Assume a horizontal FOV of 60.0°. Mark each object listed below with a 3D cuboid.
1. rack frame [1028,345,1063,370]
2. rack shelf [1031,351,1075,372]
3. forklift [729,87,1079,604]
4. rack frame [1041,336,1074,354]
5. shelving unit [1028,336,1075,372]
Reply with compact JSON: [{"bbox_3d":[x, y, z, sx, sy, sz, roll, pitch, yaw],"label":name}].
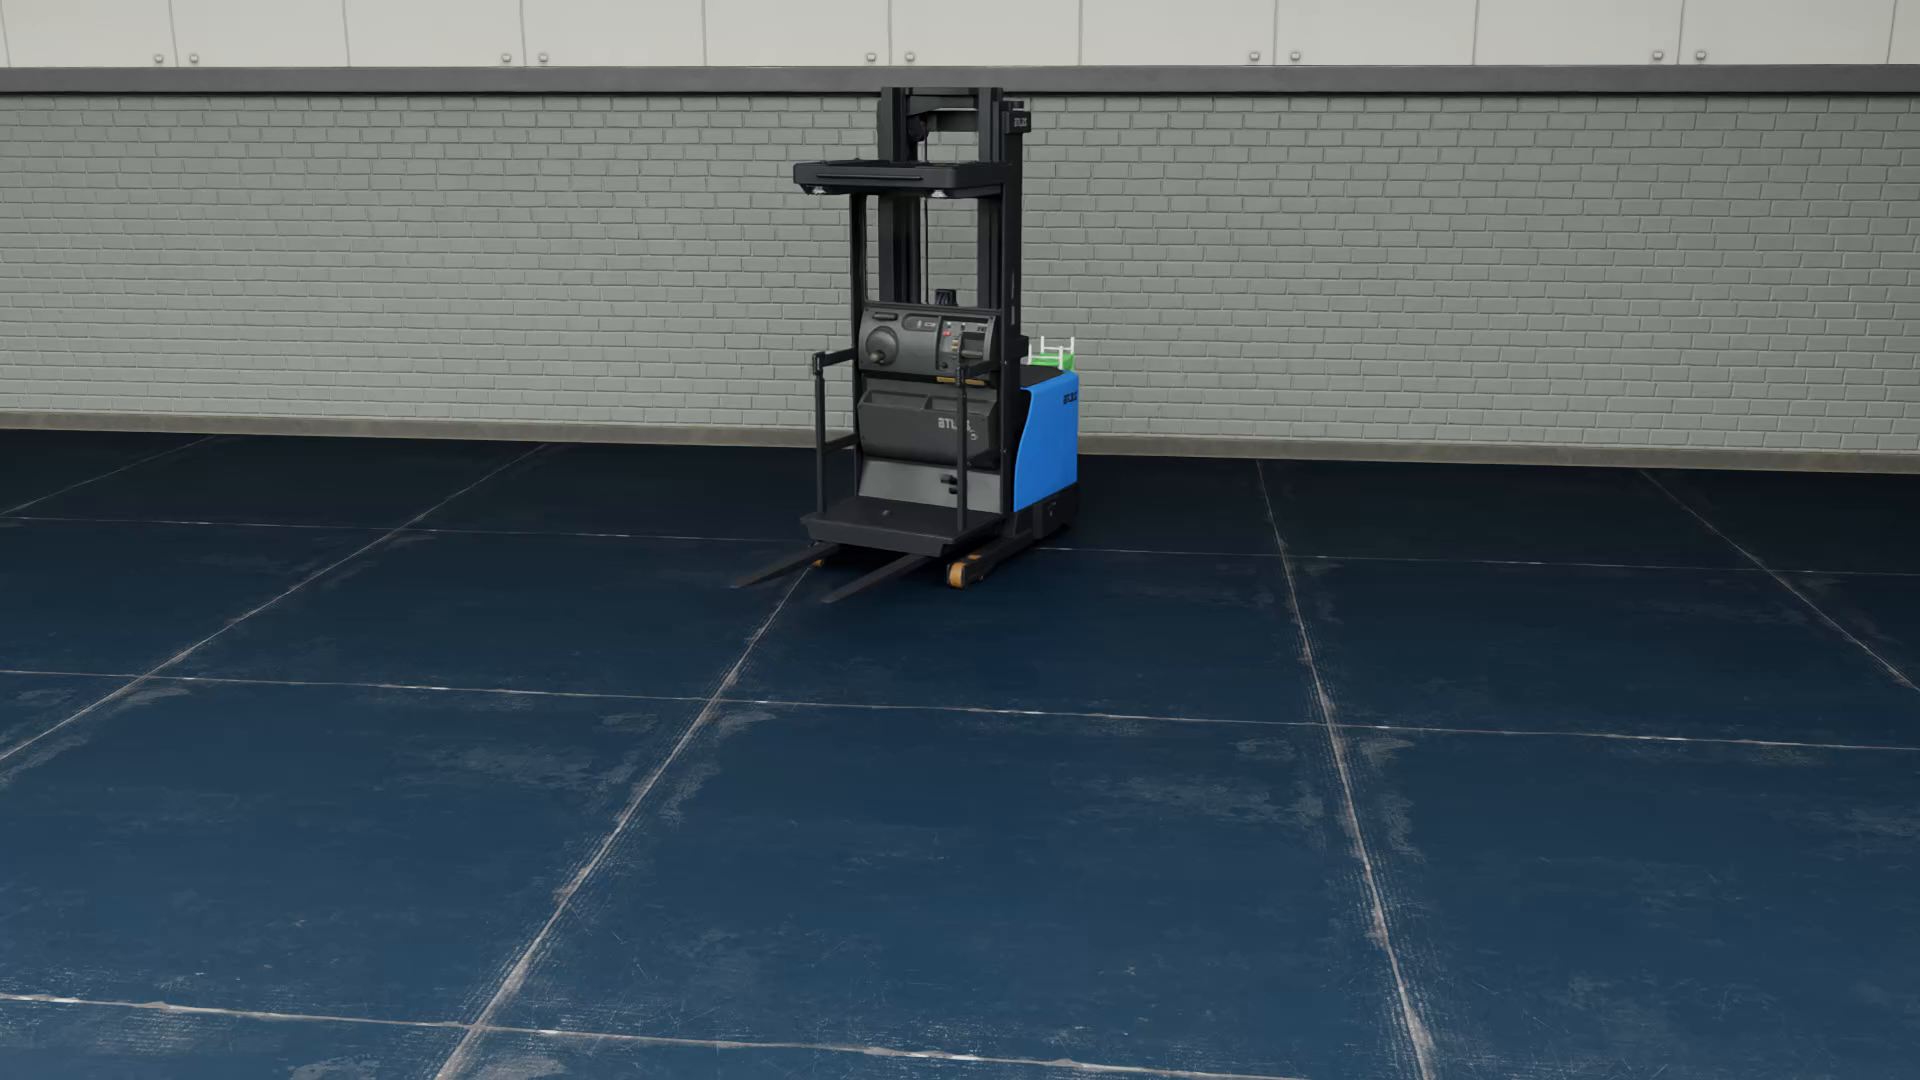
[{"bbox_3d":[0.590,-0.767,11.666,0.240,1.200,0.015,4,15,13],"label":"rack frame"},{"bbox_3d":[0.647,-1.228,11.794,0.258,0.148,0.480,4,15,13],"label":"rack shelf"},{"bbox_3d":[-0.305,-1.250,10.169,1.130,2.935,3.031,8,17,26],"label":"forklift"},{"bbox_3d":[0.700,-0.883,12.127,0.240,1.200,0.015,4,15,13],"label":"rack frame"},{"bbox_3d":[0.645,-0.825,11.897,0.258,1.200,0.503,4,15,13],"label":"shelving unit"}]
